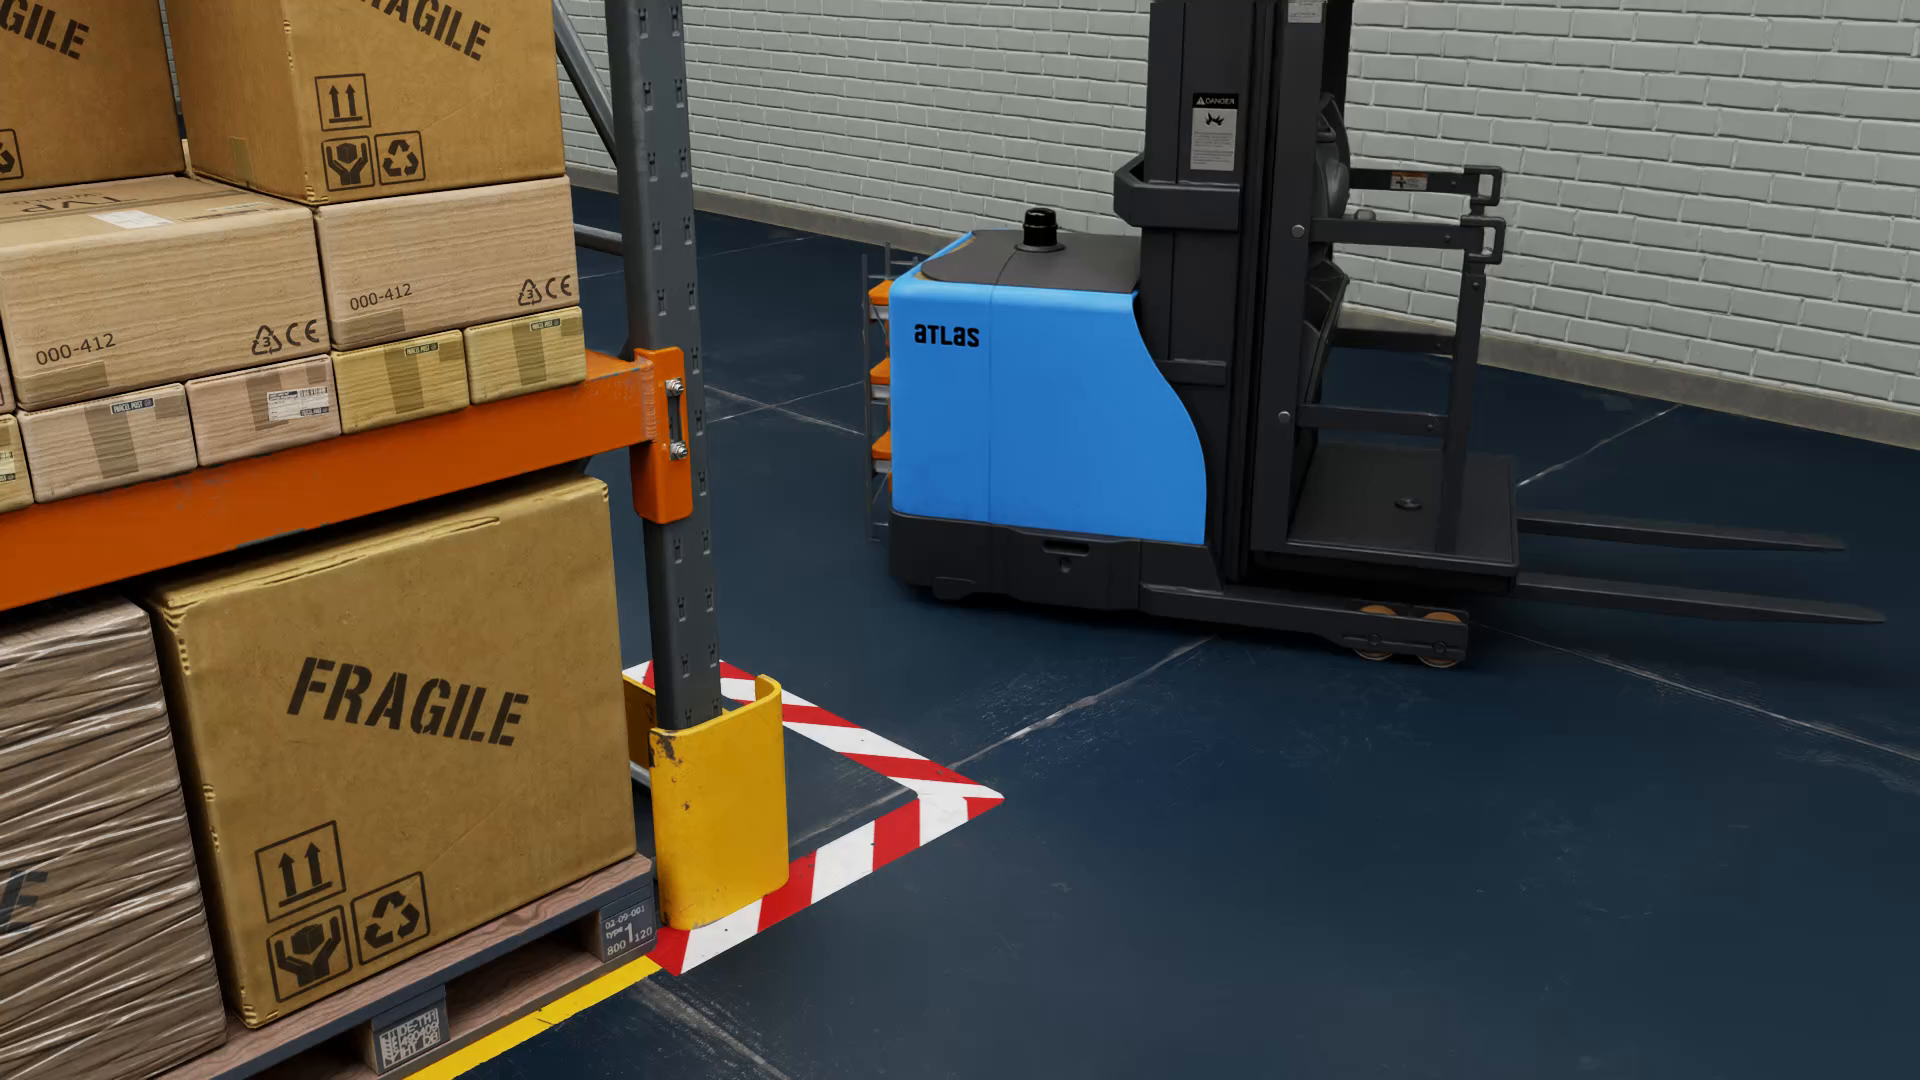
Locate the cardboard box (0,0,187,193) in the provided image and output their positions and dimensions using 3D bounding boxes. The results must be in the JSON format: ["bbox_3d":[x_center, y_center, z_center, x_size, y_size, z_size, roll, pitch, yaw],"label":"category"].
[{"bbox_3d":[-1.813,-0.924,3.046,0.500,0.500,0.500,18,28,39],"label":"cardboard box"}]

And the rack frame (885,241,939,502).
[{"bbox_3d":[-0.169,-0.562,6.074,0.200,1.050,0.008,6,22,15],"label":"rack frame"}]

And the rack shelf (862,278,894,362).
[{"bbox_3d":[-0.203,-0.776,5.867,0.215,0.259,0.240,6,22,15],"label":"rack shelf"}]

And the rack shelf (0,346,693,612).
[{"bbox_3d":[-2.332,0.161,2.478,1.077,0.370,4.000,19,28,41],"label":"rack shelf"}]

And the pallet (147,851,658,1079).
[{"bbox_3d":[-1.438,0.838,3.601,1.003,0.211,1.213,19,28,41],"label":"pallet"}]

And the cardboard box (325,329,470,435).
[{"bbox_3d":[-1.129,-0.331,3.104,0.380,0.149,0.250,20,28,41],"label":"cardboard box"}]

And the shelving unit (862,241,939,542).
[{"bbox_3d":[-0.203,-0.520,5.965,0.215,1.050,0.252,6,22,15],"label":"shelving unit"}]

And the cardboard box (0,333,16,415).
[{"bbox_3d":[-1.793,-0.306,2.484,0.500,0.250,0.500,18,27,39],"label":"cardboard box"}]

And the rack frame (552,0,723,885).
[{"bbox_3d":[-0.936,-0.689,3.687,1.000,3.000,0.127,19,28,41],"label":"rack frame"}]

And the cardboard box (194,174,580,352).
[{"bbox_3d":[-1.084,-0.567,3.163,0.500,0.250,0.500,19,28,40],"label":"cardboard box"}]

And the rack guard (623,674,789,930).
[{"bbox_3d":[-0.920,0.471,4.151,1.175,0.500,0.348,19,28,41],"label":"rack guard"}]

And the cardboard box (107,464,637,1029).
[{"bbox_3d":[-1.326,0.291,3.513,0.875,0.875,0.875,19,28,41],"label":"cardboard box"}]

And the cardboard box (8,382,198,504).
[{"bbox_3d":[-1.481,-0.202,2.770,0.250,0.149,0.380,-20,28,-41],"label":"cardboard box"}]

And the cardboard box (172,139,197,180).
[{"bbox_3d":[-1.465,-0.702,3.515,0.500,0.250,0.500,18,28,39],"label":"cardboard box"}]

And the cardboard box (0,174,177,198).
[{"bbox_3d":[-1.823,-0.567,3.163,0.500,0.250,0.500,19,28,40],"label":"cardboard box"}]

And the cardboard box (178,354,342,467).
[{"bbox_3d":[-1.306,-0.266,2.936,0.380,0.149,0.250,19,28,41],"label":"cardboard box"}]

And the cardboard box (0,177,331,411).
[{"bbox_3d":[-1.439,-0.437,2.825,0.500,0.250,0.500,19,28,40],"label":"cardboard box"}]

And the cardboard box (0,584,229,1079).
[{"bbox_3d":[-1.960,0.525,2.904,0.875,0.875,0.875,19,28,41],"label":"cardboard box"}]

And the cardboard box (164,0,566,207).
[{"bbox_3d":[-1.088,-0.917,3.029,0.500,0.500,0.500,20,29,41],"label":"cardboard box"}]

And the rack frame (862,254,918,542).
[{"bbox_3d":[-0.237,-0.478,5.855,0.200,1.050,0.008,6,22,15],"label":"rack frame"}]

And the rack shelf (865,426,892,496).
[{"bbox_3d":[-0.202,-0.251,6.068,0.215,0.259,0.240,6,22,15],"label":"rack shelf"}]

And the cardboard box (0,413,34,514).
[{"bbox_3d":[-1.660,-0.135,2.595,0.380,0.149,0.250,18,28,39],"label":"cardboard box"}]

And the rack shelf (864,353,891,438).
[{"bbox_3d":[-0.203,-0.511,5.969,0.215,0.259,0.240,6,22,15],"label":"rack shelf"}]

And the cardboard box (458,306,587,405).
[{"bbox_3d":[-0.949,-0.398,3.279,0.250,0.149,0.380,-20,28,-41],"label":"cardboard box"}]

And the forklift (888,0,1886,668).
[{"bbox_3d":[1.336,-1.191,5.089,3.031,2.935,1.130,6,22,15],"label":"forklift"}]
